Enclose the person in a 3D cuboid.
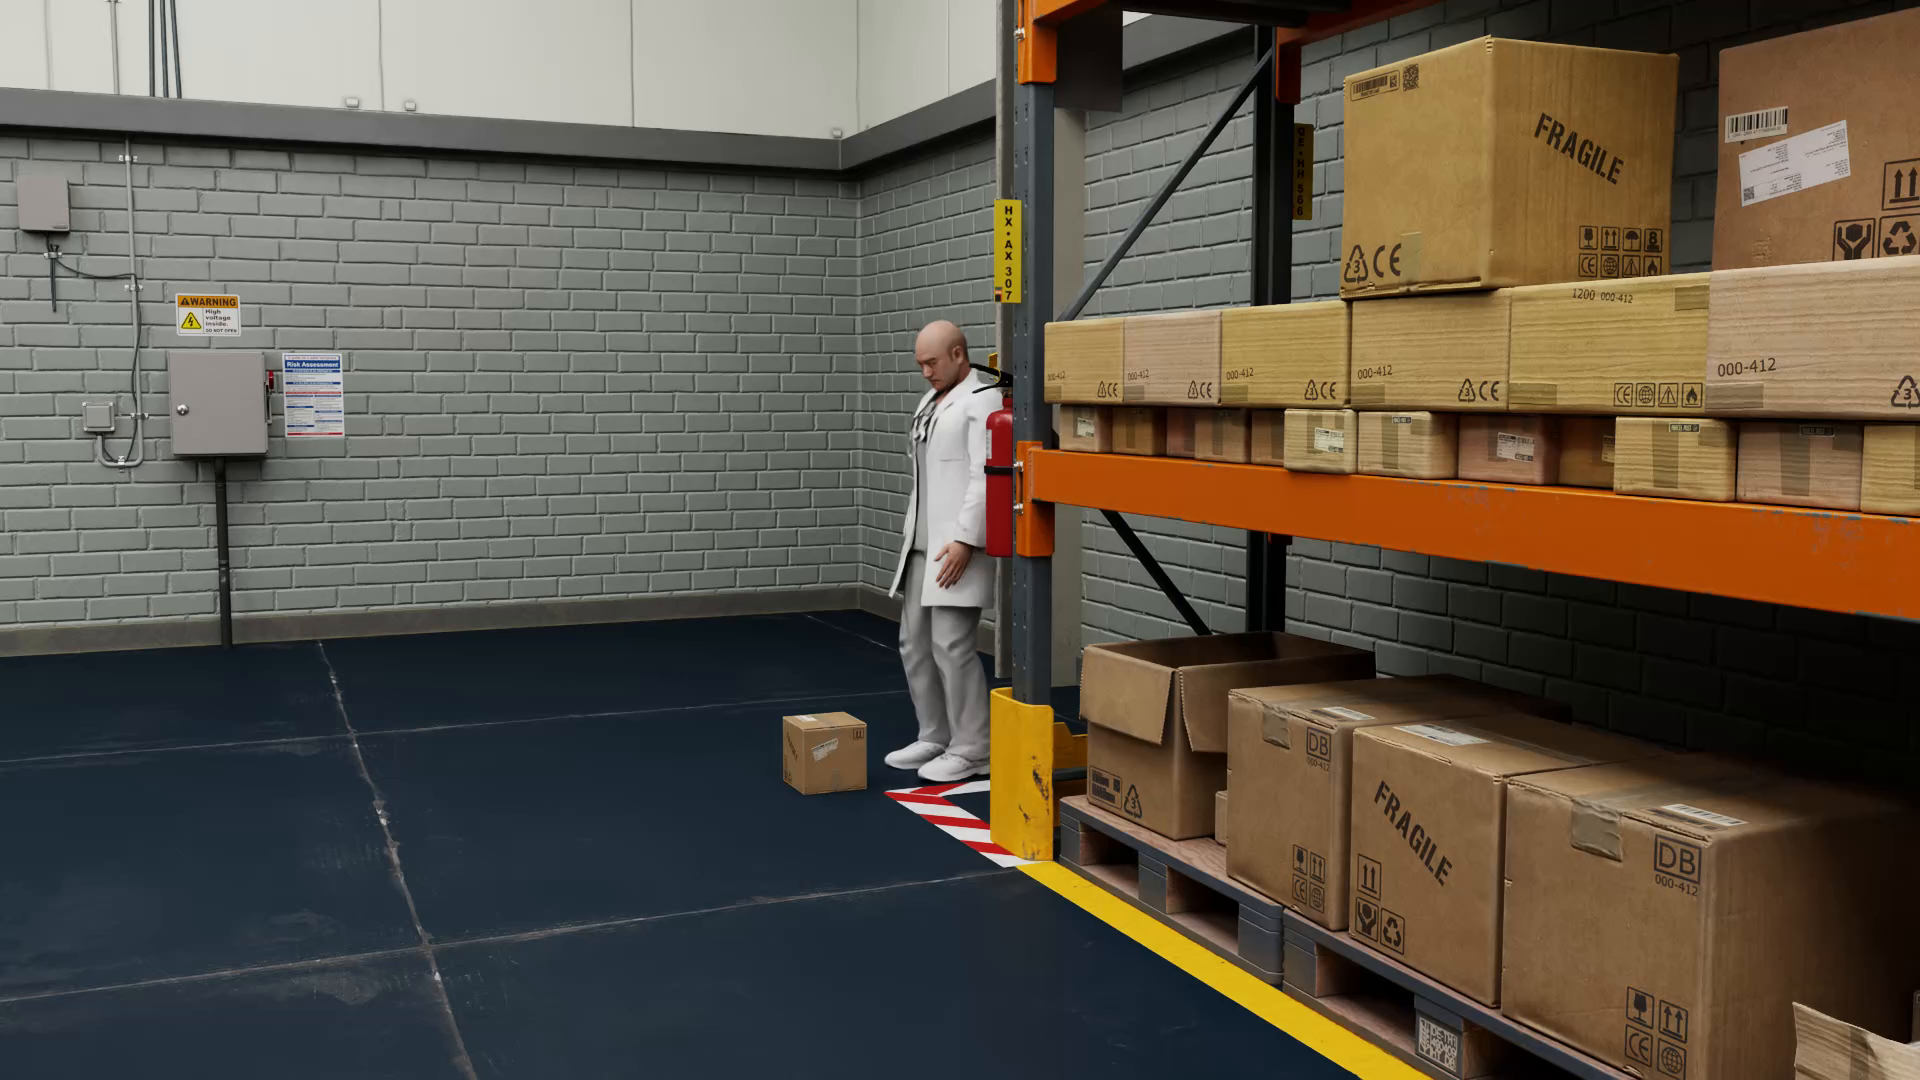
[{"bbox_3d":[-0.050,0.037,6.436,0.383,1.763,0.572,-3,6,-28],"label":"person"}]
